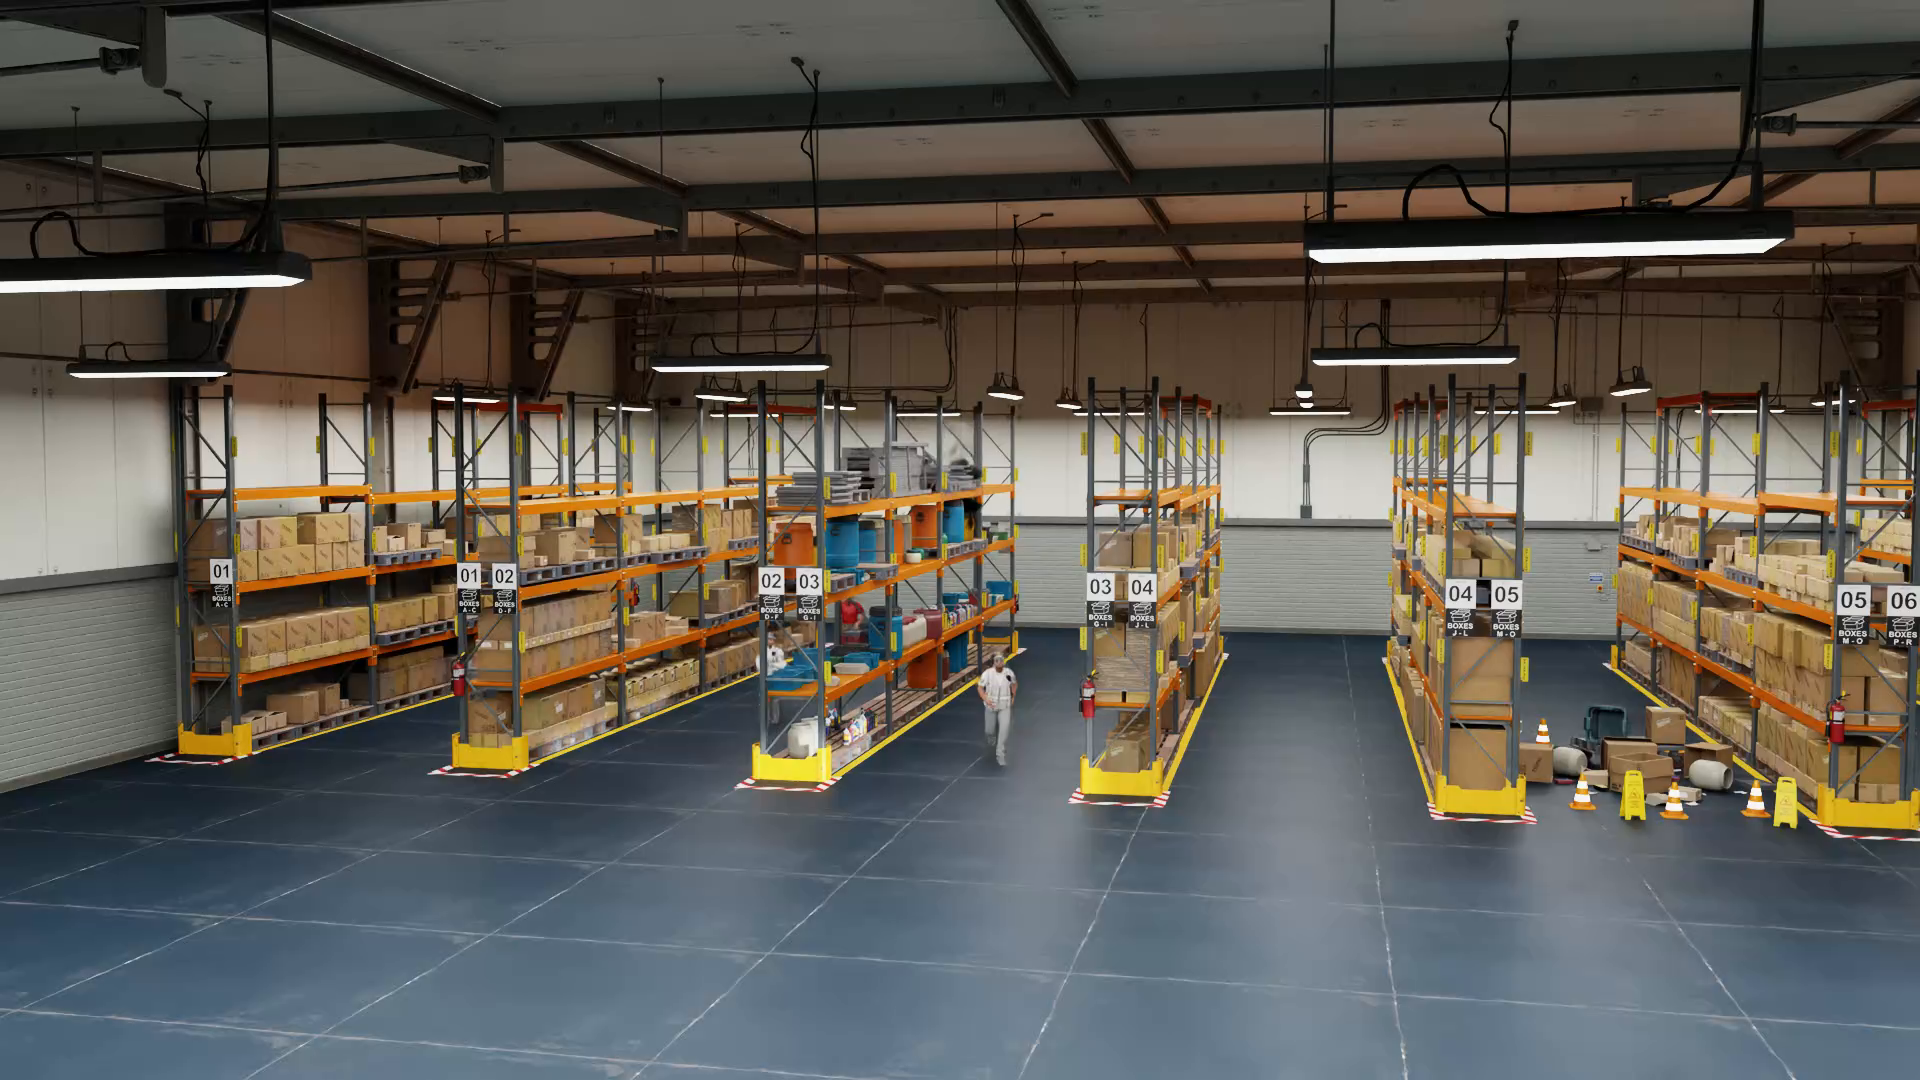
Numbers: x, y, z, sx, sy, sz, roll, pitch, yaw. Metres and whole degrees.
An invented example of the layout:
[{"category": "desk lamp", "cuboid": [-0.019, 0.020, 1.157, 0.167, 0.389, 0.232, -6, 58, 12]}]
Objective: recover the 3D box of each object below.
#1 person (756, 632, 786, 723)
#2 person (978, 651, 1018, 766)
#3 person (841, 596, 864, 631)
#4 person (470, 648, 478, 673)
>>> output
[{"category": "person", "cuboid": [-3.392, 2.501, 29.700, 0.595, 1.754, 0.623, 0, 3, 6]}, {"category": "person", "cuboid": [0.604, 2.662, 26.609, 0.642, 1.783, 1.028, 0, 3, 1]}, {"category": "person", "cuboid": [-2.537, 2.028, 38.400, 0.655, 1.680, 0.633, 0, 3, 2]}, {"category": "person", "cuboid": [-8.388, 2.622, 28.881, 0.543, 1.535, 0.574, 1, 3, 10]}]
